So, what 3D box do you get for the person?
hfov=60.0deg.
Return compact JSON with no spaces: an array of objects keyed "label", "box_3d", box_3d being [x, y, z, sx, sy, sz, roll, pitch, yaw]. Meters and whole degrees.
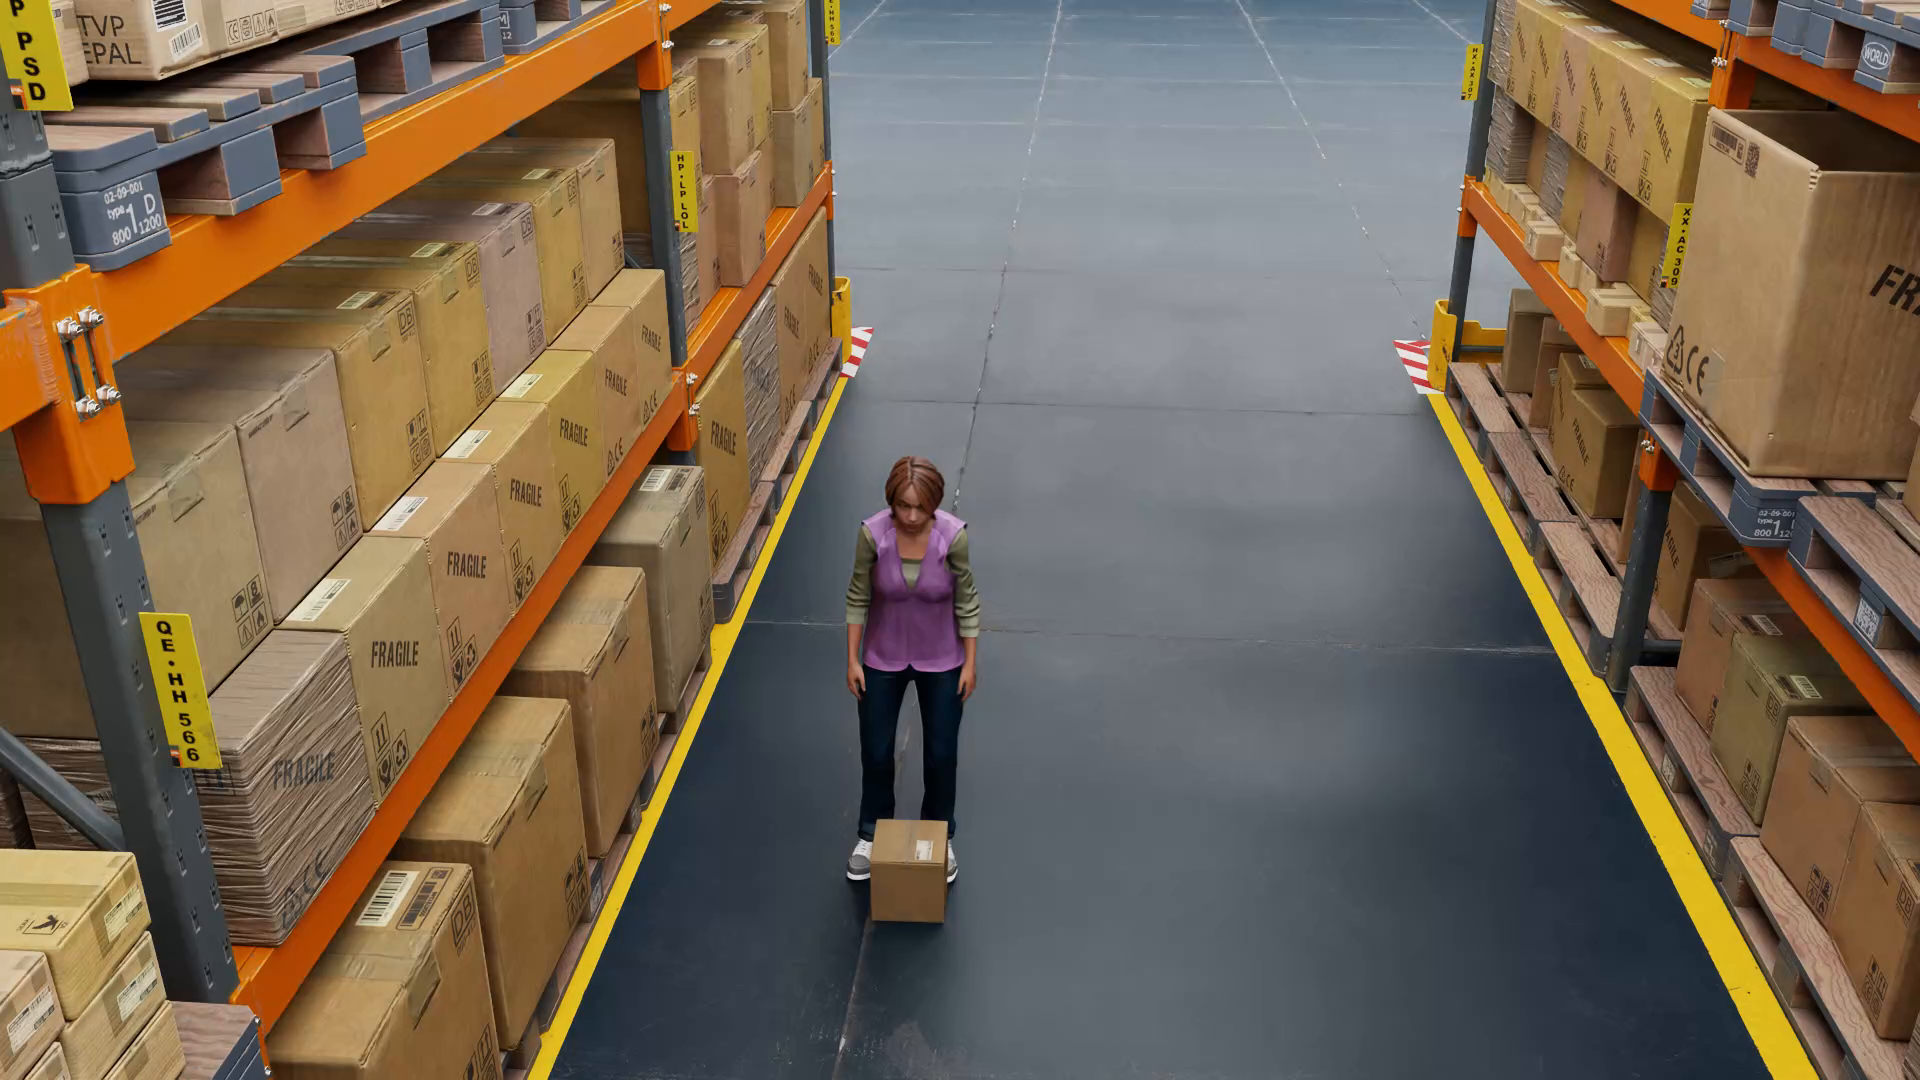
[{"label":"person","box_3d":[-0.166,0.435,5.684,0.469,1.590,0.348,1,25,2]}]
